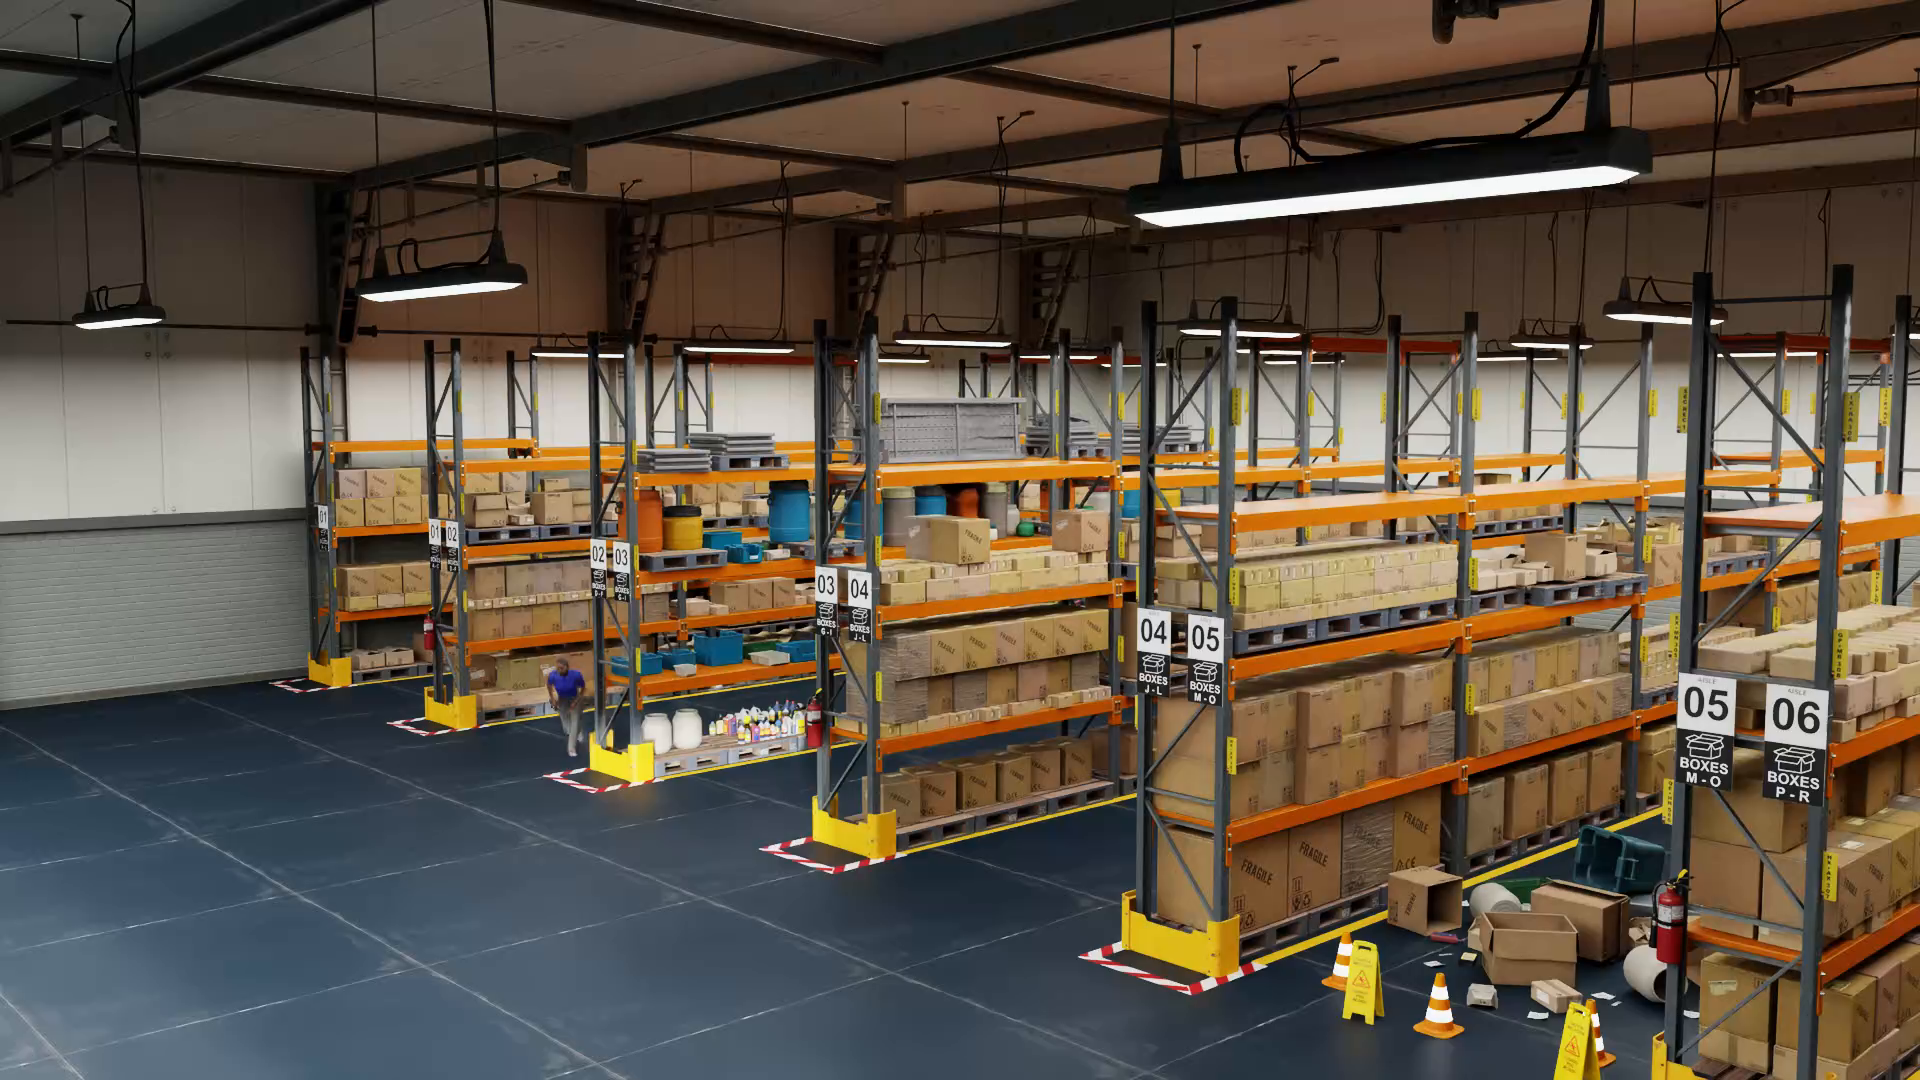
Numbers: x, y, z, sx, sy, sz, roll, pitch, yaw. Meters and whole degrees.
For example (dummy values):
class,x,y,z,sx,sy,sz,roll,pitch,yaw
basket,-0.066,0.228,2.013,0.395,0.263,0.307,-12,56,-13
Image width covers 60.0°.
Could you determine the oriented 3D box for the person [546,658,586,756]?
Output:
class,x,y,z,sx,sy,sz,roll,pitch,yaw
person,-5.616,2.358,23.820,0.585,1.464,0.881,0,5,2
